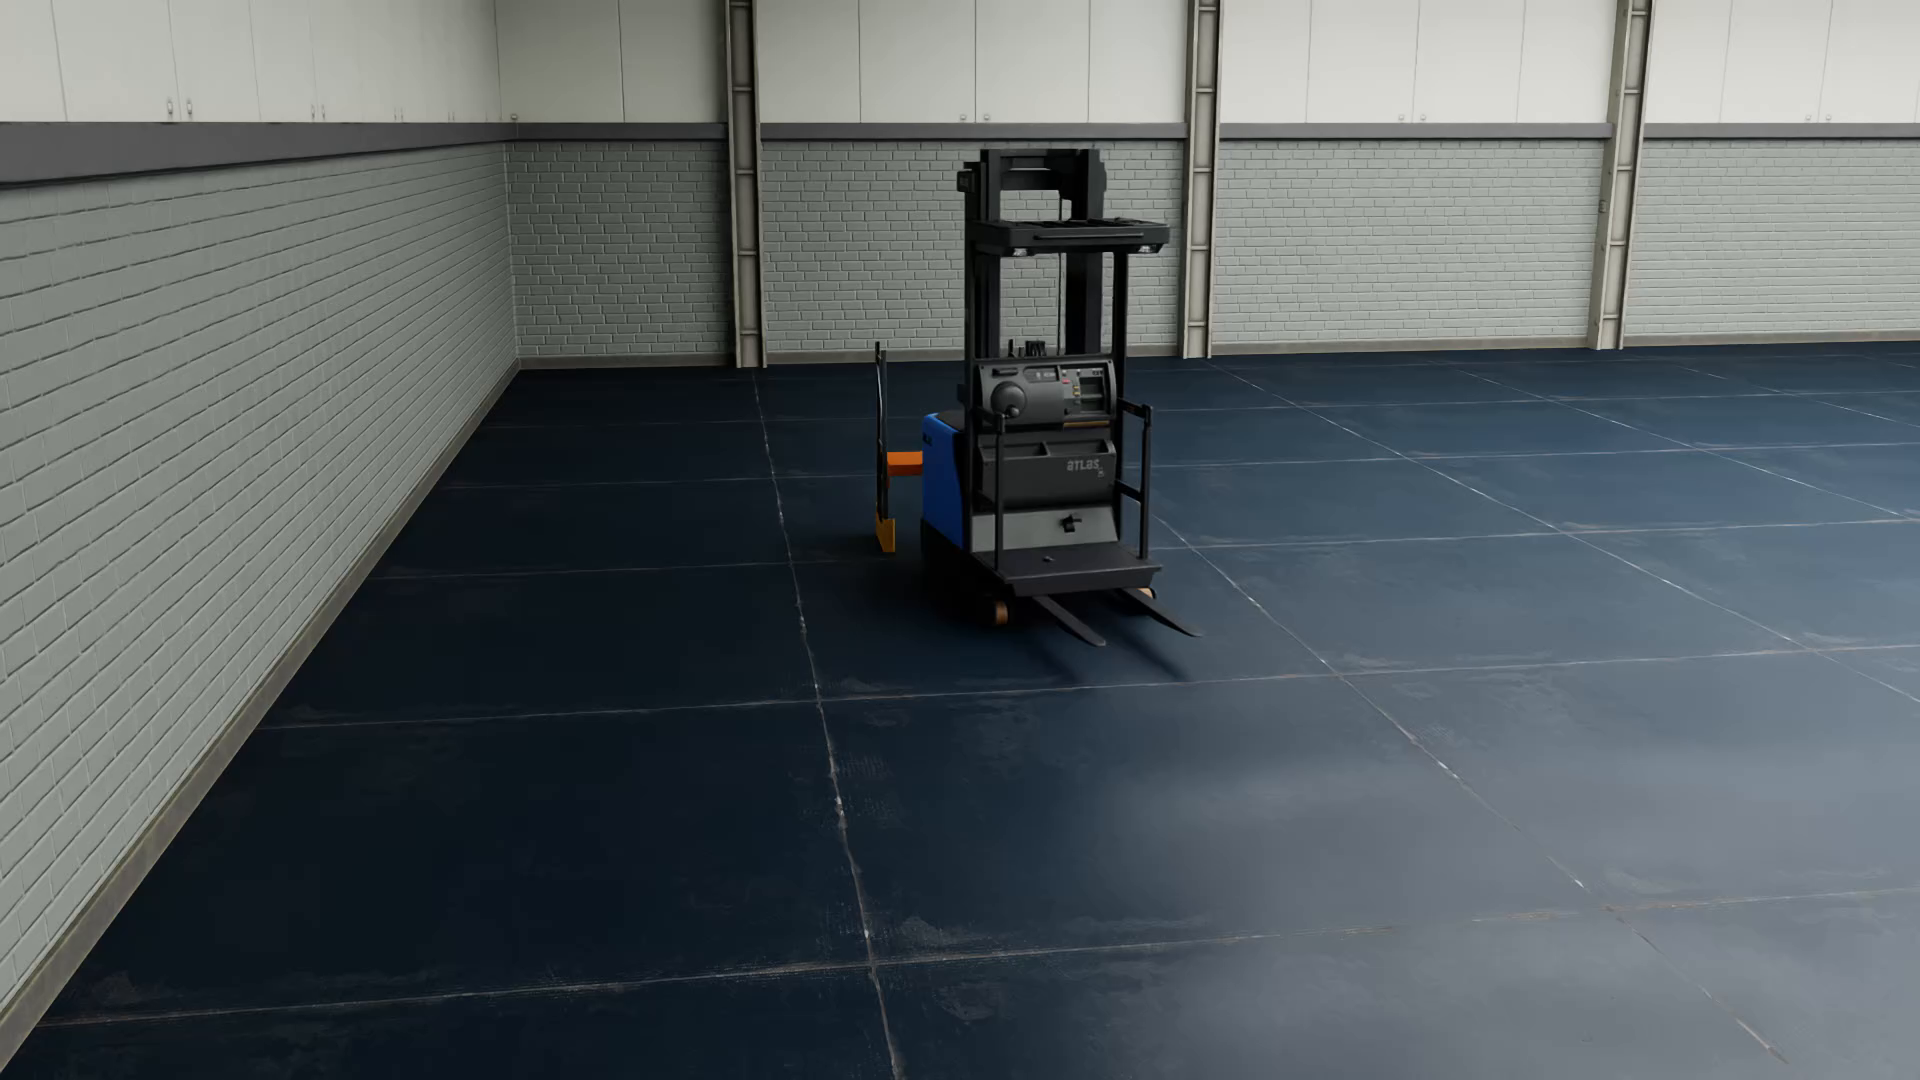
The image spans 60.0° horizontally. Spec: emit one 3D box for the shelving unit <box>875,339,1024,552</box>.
[{"bbox_3d":[-0.075,-0.725,12.528,1.083,1.500,0.587,-2,14,-8],"label":"shelving unit"}]

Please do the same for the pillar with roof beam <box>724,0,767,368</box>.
[{"bbox_3d":[-2.099,-5.613,16.603,0.400,9.000,9.100,-2,14,-8],"label":"pillar with roof beam"}]

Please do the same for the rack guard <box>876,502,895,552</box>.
[{"bbox_3d":[-0.568,-0.100,12.608,0.087,0.250,0.587,-2,14,-8],"label":"rack guard"}]

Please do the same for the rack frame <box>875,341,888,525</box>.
[{"bbox_3d":[-0.587,-0.706,12.454,0.032,1.500,0.500,-2,14,-8],"label":"rack frame"}]

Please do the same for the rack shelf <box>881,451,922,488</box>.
[{"bbox_3d":[-0.084,-0.550,12.571,1.000,0.185,0.538,-2,14,-8],"label":"rack shelf"}]

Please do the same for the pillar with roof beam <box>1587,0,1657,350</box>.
[{"bbox_3d":[9.767,-6.048,18.337,0.400,9.000,9.100,-2,14,-8],"label":"pillar with roof beam"}]

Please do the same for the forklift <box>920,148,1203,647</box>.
[{"bbox_3d":[0.637,-0.983,10.614,1.130,2.935,3.031,-4,15,-17],"label":"forklift"}]

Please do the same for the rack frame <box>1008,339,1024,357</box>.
[{"bbox_3d":[0.418,-0.743,12.601,0.032,1.500,0.500,-2,14,-8],"label":"rack frame"}]

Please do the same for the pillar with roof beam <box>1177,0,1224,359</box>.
[{"bbox_3d":[3.834,-5.830,17.470,0.400,9.000,9.100,-2,14,-8],"label":"pillar with roof beam"}]
